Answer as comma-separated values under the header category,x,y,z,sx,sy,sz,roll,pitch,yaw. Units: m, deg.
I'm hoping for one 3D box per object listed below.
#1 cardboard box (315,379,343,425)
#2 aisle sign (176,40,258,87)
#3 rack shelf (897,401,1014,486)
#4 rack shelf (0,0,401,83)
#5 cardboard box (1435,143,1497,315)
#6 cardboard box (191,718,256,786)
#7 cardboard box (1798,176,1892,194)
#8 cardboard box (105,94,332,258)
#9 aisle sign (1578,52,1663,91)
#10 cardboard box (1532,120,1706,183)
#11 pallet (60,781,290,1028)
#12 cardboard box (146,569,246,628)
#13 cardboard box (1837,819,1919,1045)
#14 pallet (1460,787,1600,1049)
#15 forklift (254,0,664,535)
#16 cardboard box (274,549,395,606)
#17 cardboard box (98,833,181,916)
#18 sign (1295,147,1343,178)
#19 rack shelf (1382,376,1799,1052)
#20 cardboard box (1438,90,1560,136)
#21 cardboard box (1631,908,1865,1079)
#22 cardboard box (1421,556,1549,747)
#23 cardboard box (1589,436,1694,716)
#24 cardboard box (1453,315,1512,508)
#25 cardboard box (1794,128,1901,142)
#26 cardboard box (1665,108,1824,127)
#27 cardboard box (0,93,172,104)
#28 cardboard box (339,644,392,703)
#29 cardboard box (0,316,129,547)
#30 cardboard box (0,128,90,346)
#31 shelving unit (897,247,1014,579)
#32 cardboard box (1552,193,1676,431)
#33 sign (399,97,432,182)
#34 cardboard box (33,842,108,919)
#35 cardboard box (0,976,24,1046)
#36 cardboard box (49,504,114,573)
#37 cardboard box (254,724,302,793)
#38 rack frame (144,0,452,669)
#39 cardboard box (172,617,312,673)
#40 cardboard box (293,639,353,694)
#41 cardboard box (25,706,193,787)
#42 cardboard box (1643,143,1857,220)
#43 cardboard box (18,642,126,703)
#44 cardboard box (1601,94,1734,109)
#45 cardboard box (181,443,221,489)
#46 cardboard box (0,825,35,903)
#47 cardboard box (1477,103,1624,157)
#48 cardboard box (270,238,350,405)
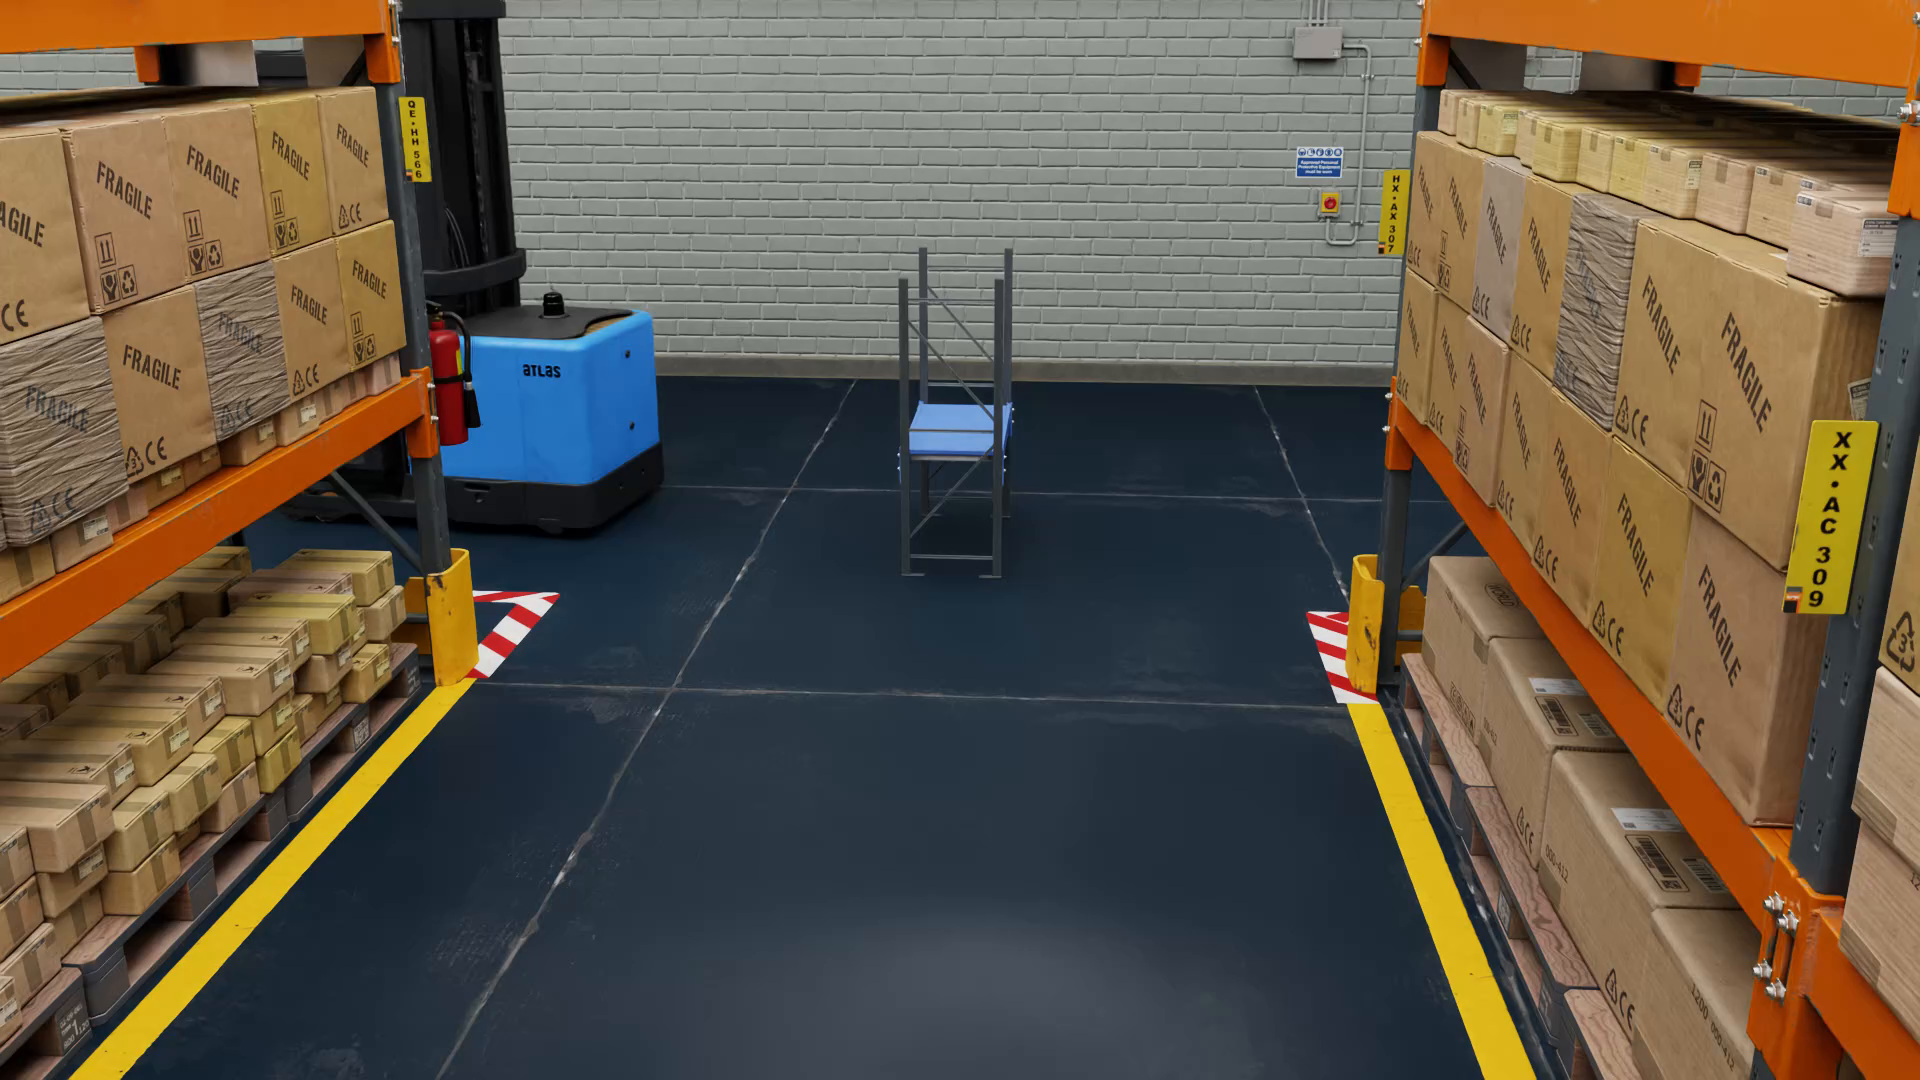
category,x,y,z,sx,sy,sz,roll,pitch,yaw
cardboard box,-2.497,-0.513,6.075,0.380,0.149,0.250,1,18,3
aisle sign,-2.991,-2.159,6.521,0.394,0.787,0.004,1,18,4
rack shelf,-0.006,-0.515,8.665,0.538,0.185,1.000,1,18,4
rack shelf,-2.840,-1.357,4.585,1.077,0.370,4.000,1,18,4
cardboard box,1.899,-1.035,5.498,0.500,0.500,0.500,1,18,2
cardboard box,-2.547,0.691,5.423,0.380,0.149,0.250,2,18,7
cardboard box,1.793,-0.586,3.087,0.380,0.149,0.250,2,18,5
cardboard box,-2.518,-1.254,5.688,0.500,0.500,0.500,1,18,2
aisle sign,2.562,-2.066,6.237,0.394,0.787,0.004,1,18,4
cardboard box,1.793,-1.062,4.538,0.380,0.149,0.250,1,18,3
pallet,-2.886,1.083,5.277,1.003,0.211,1.213,1,18,4
cardboard box,-2.973,0.221,6.379,0.380,0.149,0.250,2,18,5
cardboard box,1.666,0.629,2.428,0.500,0.250,0.500,1,18,3
pallet,2.178,1.138,5.112,1.003,0.211,1.213,1,18,4
forklift,-3.308,-1.645,9.237,3.031,2.935,1.130,4,19,13
cardboard box,-2.482,0.148,6.603,0.380,0.149,0.250,1,18,5
cardboard box,-2.585,0.993,4.979,0.380,0.149,0.250,1,18,2
sign,2.585,-2.716,11.960,0.327,0.218,0.001,1,18,4
rack shelf,2.104,0.147,4.811,1.077,0.370,4.000,1,18,4
cardboard box,1.946,-1.542,6.005,0.380,0.149,0.250,2,18,5
cardboard box,2.113,1.252,3.725,0.875,0.438,0.875,1,18,3
cardboard box,2.300,0.410,6.296,0.875,0.438,0.875,1,18,2
cardboard box,1.771,0.070,3.733,0.500,0.500,0.500,1,18,3
cardboard box,1.864,-0.405,5.181,0.500,0.500,0.500,1,18,4
cardboard box,2.370,-0.969,4.255,0.380,0.149,0.250,1,18,4
cardboard box,2.344,-1.212,4.997,0.380,0.149,0.250,1,18,3
cardboard box,-3.024,-1.268,5.732,0.500,0.500,0.500,2,18,6
cardboard box,-2.444,0.511,6.451,0.380,0.149,0.250,2,18,6
cardboard box,-2.596,-0.299,4.380,0.500,0.500,0.500,1,18,3
cardboard box,-2.619,-0.768,4.206,0.500,0.500,0.500,2,18,5
shelving unit,-0.006,-0.686,8.609,0.538,1.500,1.048,1,18,4
cardboard box,1.791,-0.564,4.062,0.500,0.500,0.500,2,18,5
sign,-2.145,-1.576,6.550,0.100,0.325,0.005,1,18,4
cardboard box,-2.663,0.930,4.693,0.380,0.149,0.250,2,18,6
cardboard box,-2.652,1.236,4.238,0.380,0.149,0.250,1,18,4
cardboard box,-2.591,-0.024,4.582,0.380,0.149,0.250,2,18,6
cardboard box,-2.509,0.749,5.725,0.380,0.149,0.250,0,18,1
rack frame,-2.697,-0.895,6.836,1.000,3.000,0.127,1,18,4
cardboard box,-2.531,0.387,5.873,0.380,0.149,0.250,1,18,2
cardboard box,-2.486,0.451,6.156,0.380,0.149,0.250,1,18,2
cardboard box,-2.615,0.633,5.123,0.380,0.149,0.250,1,18,4
cardboard box,1.803,-0.821,3.804,0.380,0.149,0.250,1,18,3
cardboard box,-3.083,0.461,5.646,0.380,0.149,0.250,2,18,6
cardboard box,2.427,-1.451,5.726,0.380,0.149,0.250,2,18,5
cardboard box,-2.619,-0.270,5.332,0.380,0.149,0.250,1,18,2
cardboard box,-2.708,0.872,4.392,0.380,0.149,0.250,1,18,2
cardboard box,1.864,-1.299,5.262,0.380,0.149,0.250,1,18,2
cardboard box,-2.514,-0.778,5.843,0.500,0.500,0.500,1,18,3
